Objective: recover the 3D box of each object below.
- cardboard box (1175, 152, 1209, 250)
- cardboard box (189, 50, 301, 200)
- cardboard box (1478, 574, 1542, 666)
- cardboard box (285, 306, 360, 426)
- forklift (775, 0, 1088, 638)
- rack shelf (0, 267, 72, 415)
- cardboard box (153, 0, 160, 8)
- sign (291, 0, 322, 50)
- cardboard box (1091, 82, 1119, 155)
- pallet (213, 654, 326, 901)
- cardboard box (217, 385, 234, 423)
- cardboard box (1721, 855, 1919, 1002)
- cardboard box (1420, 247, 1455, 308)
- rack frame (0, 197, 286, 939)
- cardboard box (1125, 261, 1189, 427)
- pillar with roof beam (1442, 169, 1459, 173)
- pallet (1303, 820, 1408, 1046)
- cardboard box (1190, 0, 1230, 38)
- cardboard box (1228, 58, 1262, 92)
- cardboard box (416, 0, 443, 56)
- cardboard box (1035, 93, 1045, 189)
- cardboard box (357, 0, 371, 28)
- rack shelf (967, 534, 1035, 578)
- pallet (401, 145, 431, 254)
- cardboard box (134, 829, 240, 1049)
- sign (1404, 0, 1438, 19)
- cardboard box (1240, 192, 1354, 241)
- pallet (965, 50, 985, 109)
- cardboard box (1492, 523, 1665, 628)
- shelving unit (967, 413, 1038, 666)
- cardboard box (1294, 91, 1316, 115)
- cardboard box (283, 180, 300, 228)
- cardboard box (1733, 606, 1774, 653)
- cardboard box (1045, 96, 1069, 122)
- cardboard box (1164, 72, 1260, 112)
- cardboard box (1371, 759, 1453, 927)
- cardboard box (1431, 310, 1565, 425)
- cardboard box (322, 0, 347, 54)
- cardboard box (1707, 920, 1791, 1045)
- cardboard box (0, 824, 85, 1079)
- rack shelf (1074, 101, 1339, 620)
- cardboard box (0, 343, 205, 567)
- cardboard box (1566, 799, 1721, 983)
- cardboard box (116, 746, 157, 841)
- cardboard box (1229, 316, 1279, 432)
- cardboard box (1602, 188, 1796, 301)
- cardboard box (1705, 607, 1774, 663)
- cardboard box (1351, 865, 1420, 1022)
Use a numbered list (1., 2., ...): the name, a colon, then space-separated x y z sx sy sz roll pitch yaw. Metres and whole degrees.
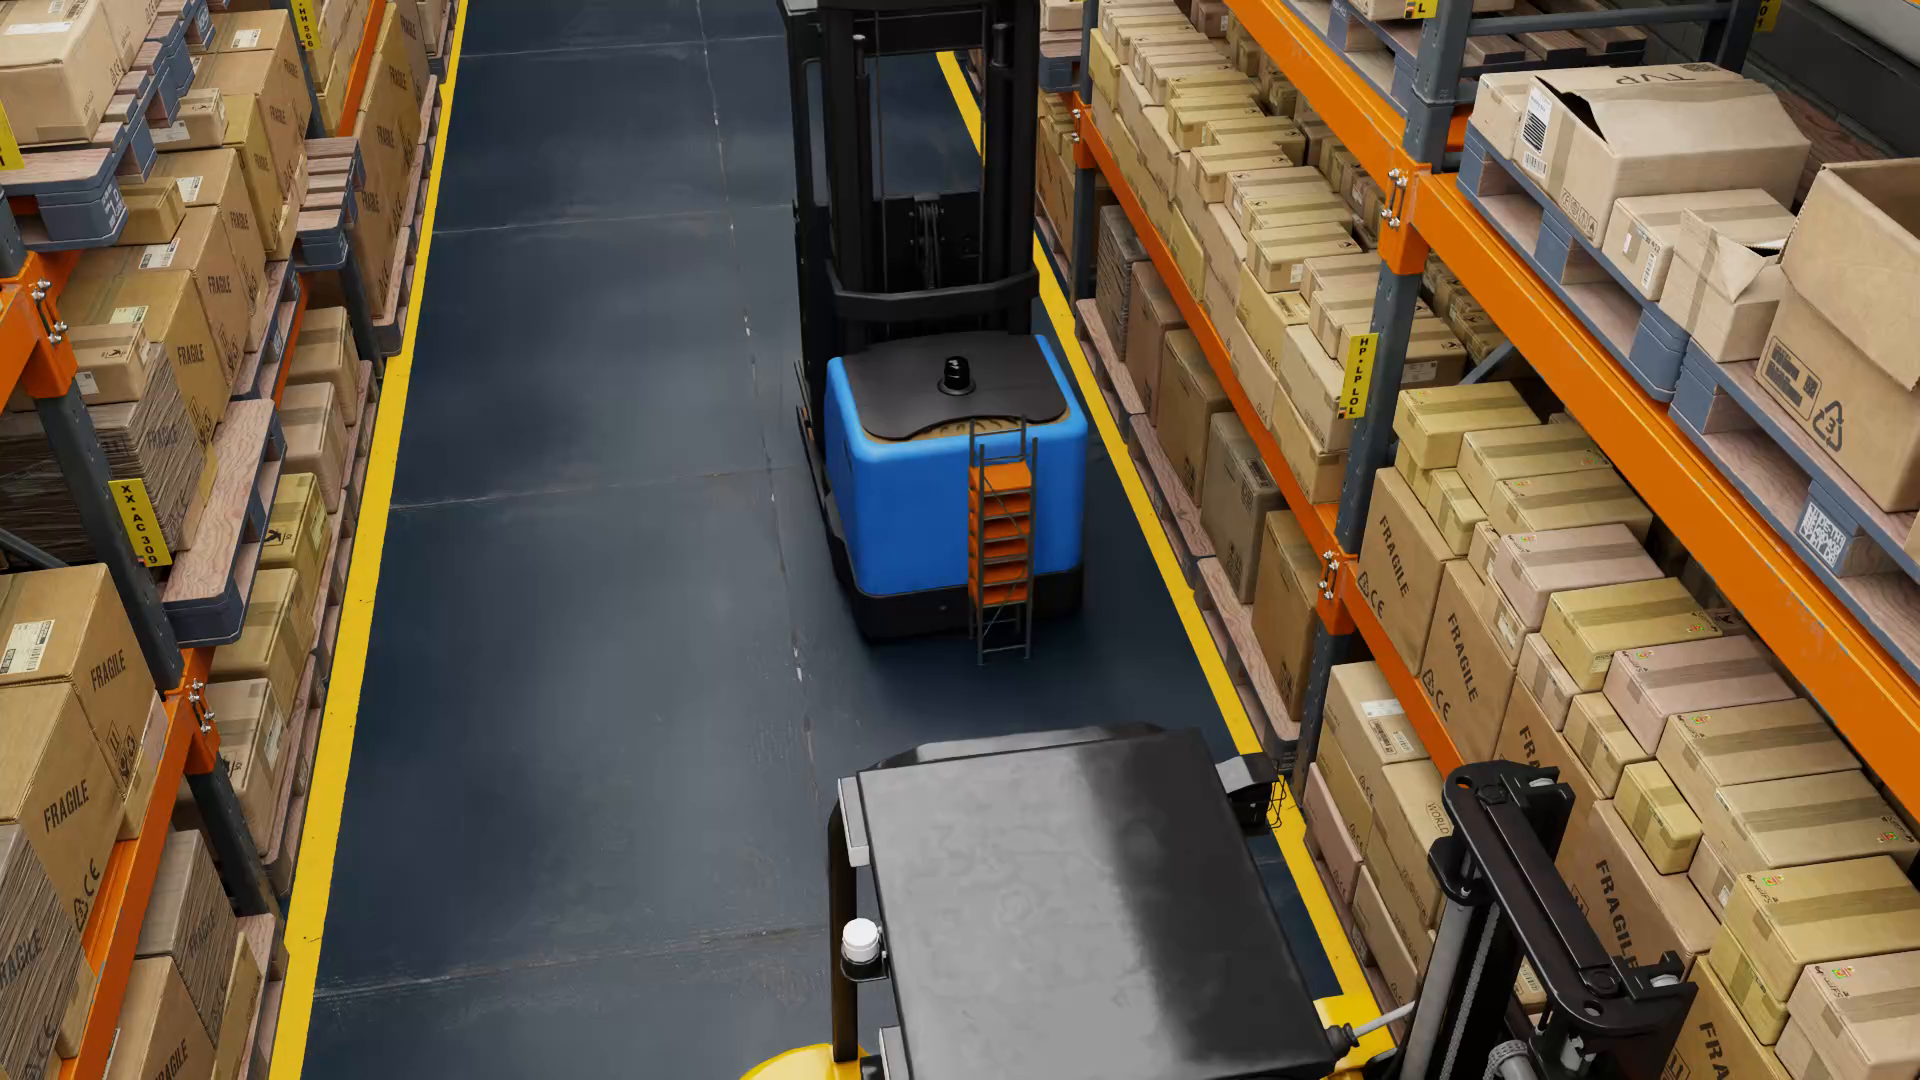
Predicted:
1. cardboard box: 1.267 -1.514 7.368 0.500 0.250 0.500 -6 38 -7
2. cardboard box: -3.276 -1.827 7.391 0.500 0.500 0.500 -7 38 -9
3. cardboard box: 1.743 0.212 4.821 0.380 0.149 0.250 -5 38 -7
4. cardboard box: -3.642 -0.846 8.594 0.950 0.372 0.625 -9 39 -11
5. forklift: -0.249 -1.622 7.848 1.130 2.935 3.031 -8 38 -10
6. rack shelf: -2.679 0.663 2.993 1.077 0.370 4.000 -6 38 -8
7. cardboard box: -2.938 -1.939 5.536 0.500 0.250 0.500 -7 38 -8
8. sign: -3.199 -2.550 8.108 0.100 0.325 0.005 -6 38 -8
9. cardboard box: 0.992 -2.243 8.714 0.500 0.250 0.500 -6 38 -8
10. pallet: -3.168 0.987 6.708 1.003 0.211 1.213 -6 38 -8
11. cardboard box: -2.980 -0.553 6.280 0.380 0.149 0.250 -6 38 -7
12. cardboard box: 1.965 0.869 3.734 0.380 0.149 0.250 -6 38 -7
13. cardboard box: 1.967 -1.030 6.421 0.380 0.149 0.250 -6 38 -8
14. rack frame: -3.030 0.356 5.247 1.000 3.000 0.127 -6 38 -8
15. cardboard box: 1.373 -1.052 8.653 0.875 0.625 0.625 -5 38 -6
16. pillar with roof beam: -1.968 -3.812 5.722 9.100 9.000 0.400 -6 38 -8
17. pallet: 1.954 1.406 6.168 1.003 0.211 1.213 -6 38 -8
18. cardboard box: 1.411 -2.717 8.592 0.380 0.149 0.250 -5 38 -6
19. cardboard box: 1.599 -2.184 8.232 0.500 0.250 0.500 -6 38 -8
20. cardboard box: -4.437 -4.021 12.627 0.875 0.438 0.875 -7 38 -9
21. cardboard box: 0.697 -2.627 10.781 0.500 0.500 0.500 -5 38 -6
22. cardboard box: -3.853 -3.247 10.007 0.500 0.250 0.500 -6 38 -8
23. rack shelf: 0.177 0.054 7.175 0.258 0.103 0.180 -8 38 -10
24. pallet: -4.006 -2.179 10.782 1.003 0.211 1.213 -6 38 -8
25. cardboard box: -2.662 1.308 5.309 0.500 0.500 0.500 -7 38 -9
26. sign: 1.324 -1.629 4.679 0.100 0.325 0.005 -6 38 -8
27. cardboard box: 1.363 -1.275 6.736 0.380 0.149 0.250 -7 38 -9
28. pallet: 0.633 -3.424 12.385 1.003 0.211 1.213 -6 38 -8
29. cardboard box: 1.752 0.099 4.725 0.380 0.149 0.250 -5 38 -7
30. shelving unit: 0.177 0.019 7.148 0.258 1.200 0.189 -8 38 -10
31. cardboard box: 1.759 -1.960 7.617 0.380 0.149 0.250 -7 38 -9
32. cardboard box: -3.199 -1.500 7.498 0.380 0.149 0.250 -8 39 -10
33. cardboard box: 2.404 0.185 4.615 0.380 0.149 0.250 -7 38 -9
34. cardboard box: 0.738 -2.628 10.254 0.380 0.149 0.250 -7 38 -9
35. cardboard box: 1.171 -2.049 7.732 0.380 0.149 0.250 -6 38 -7
36. cardboard box: 1.712 0.981 5.527 0.500 0.250 0.500 -6 38 -8
37. cardboard box: 2.020 -0.653 6.260 0.500 0.250 0.500 -7 38 -9
38. cardboard box: -3.667 -2.843 9.080 0.500 0.250 0.500 -5 38 -7
39. cardboard box: 1.972 0.989 3.822 0.380 0.149 0.250 -6 38 -8
40. cardboard box: -2.515 1.064 4.012 0.500 0.500 0.500 -5 38 -7
41. rack shelf: 1.506 -1.104 7.713 1.077 0.370 4.000 -6 38 -8
42. cardboard box: -2.830 -0.281 5.400 0.500 0.500 0.500 -5 38 -7
43. cardboard box: 1.942 1.001 4.335 0.500 0.500 0.500 -6 38 -8
44. cardboard box: -2.623 0.766 4.923 0.380 0.149 0.250 -5 38 -7
45. cardboard box: 1.417 -0.700 6.729 0.500 0.250 0.500 -6 38 -8
46. cardboard box: 1.771 -0.703 3.946 0.380 0.149 0.250 -5 38 -7
47. cardboard box: 2.317 0.311 4.694 0.380 0.149 0.250 -5 38 -6
48. cardboard box: 1.719 1.372 5.837 0.500 0.250 0.500 -7 38 -9
